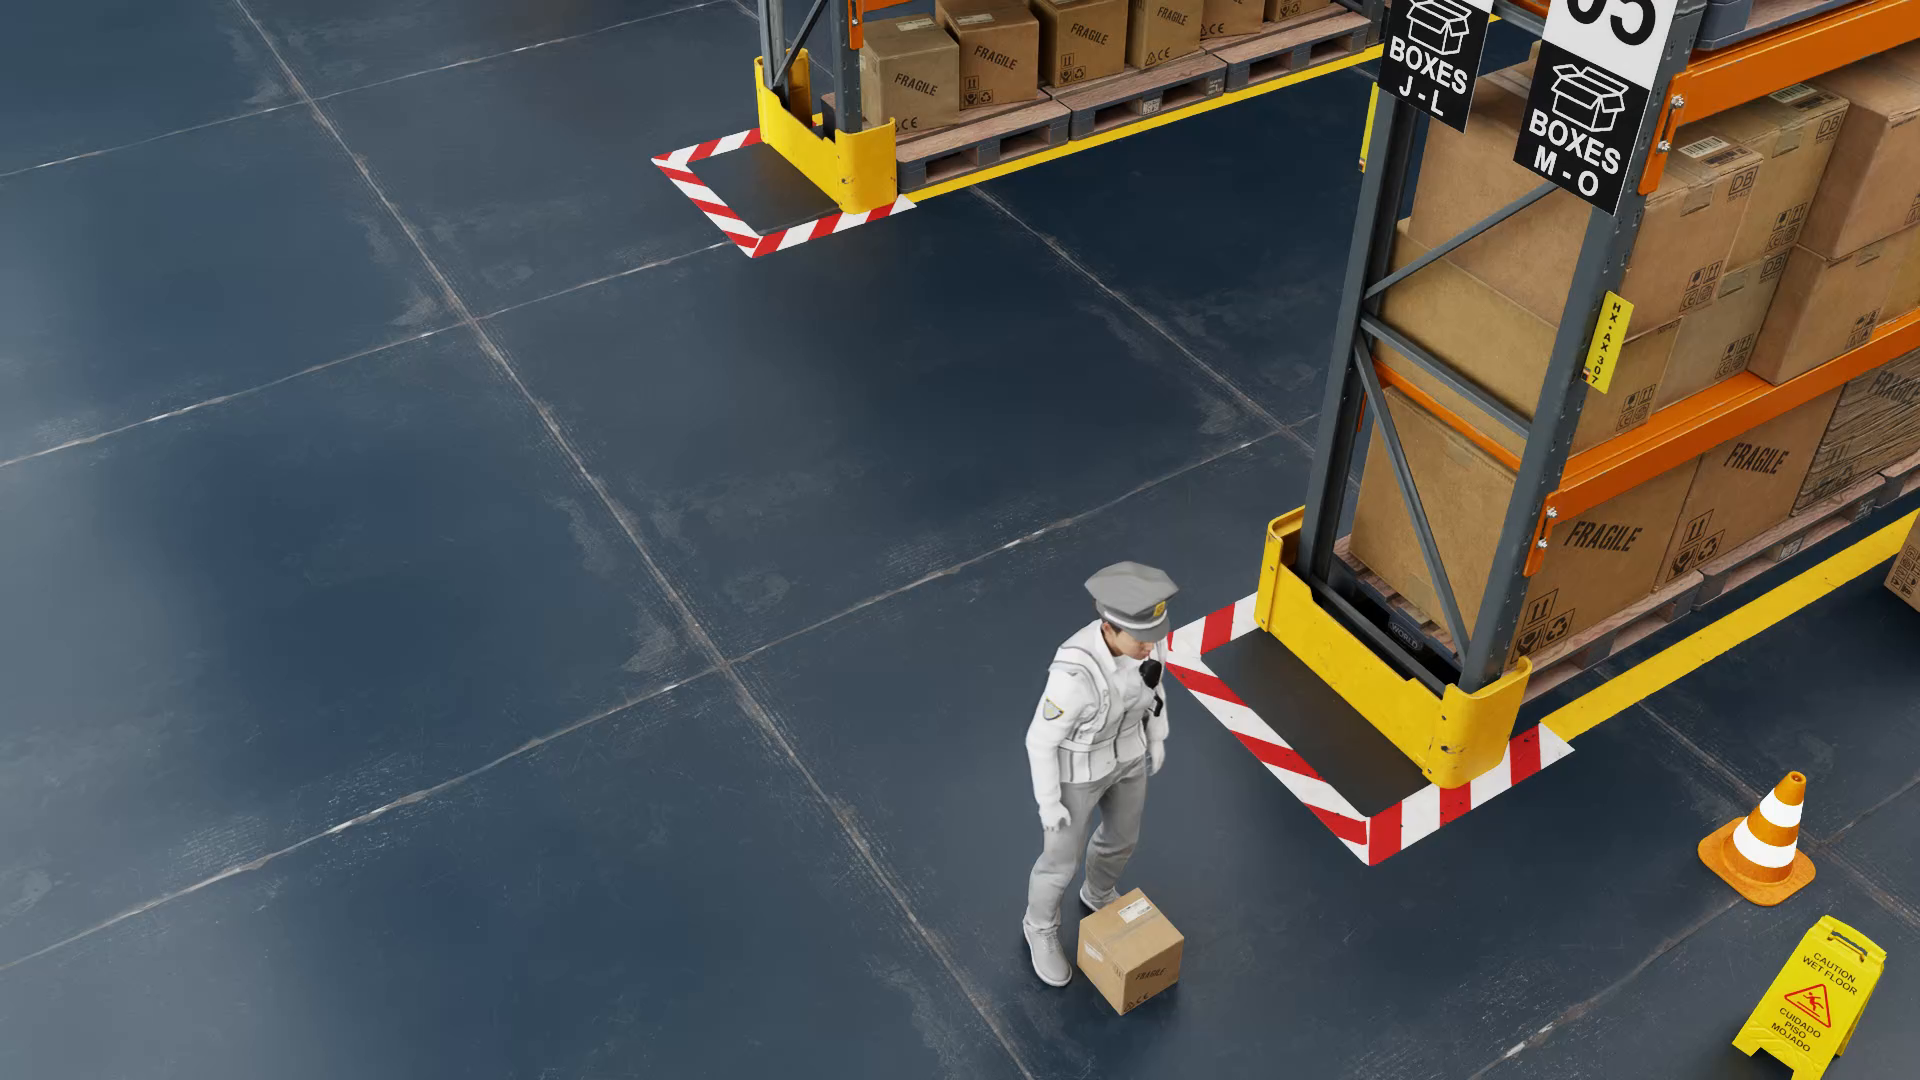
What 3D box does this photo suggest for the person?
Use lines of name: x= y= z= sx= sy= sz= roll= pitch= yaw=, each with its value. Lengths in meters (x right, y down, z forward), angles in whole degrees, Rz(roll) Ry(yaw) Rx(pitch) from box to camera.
person: x=0.445 y=0.725 z=5.321 sx=0.547 sy=1.665 sz=0.373 roll=-25 pitch=47 yaw=-26
